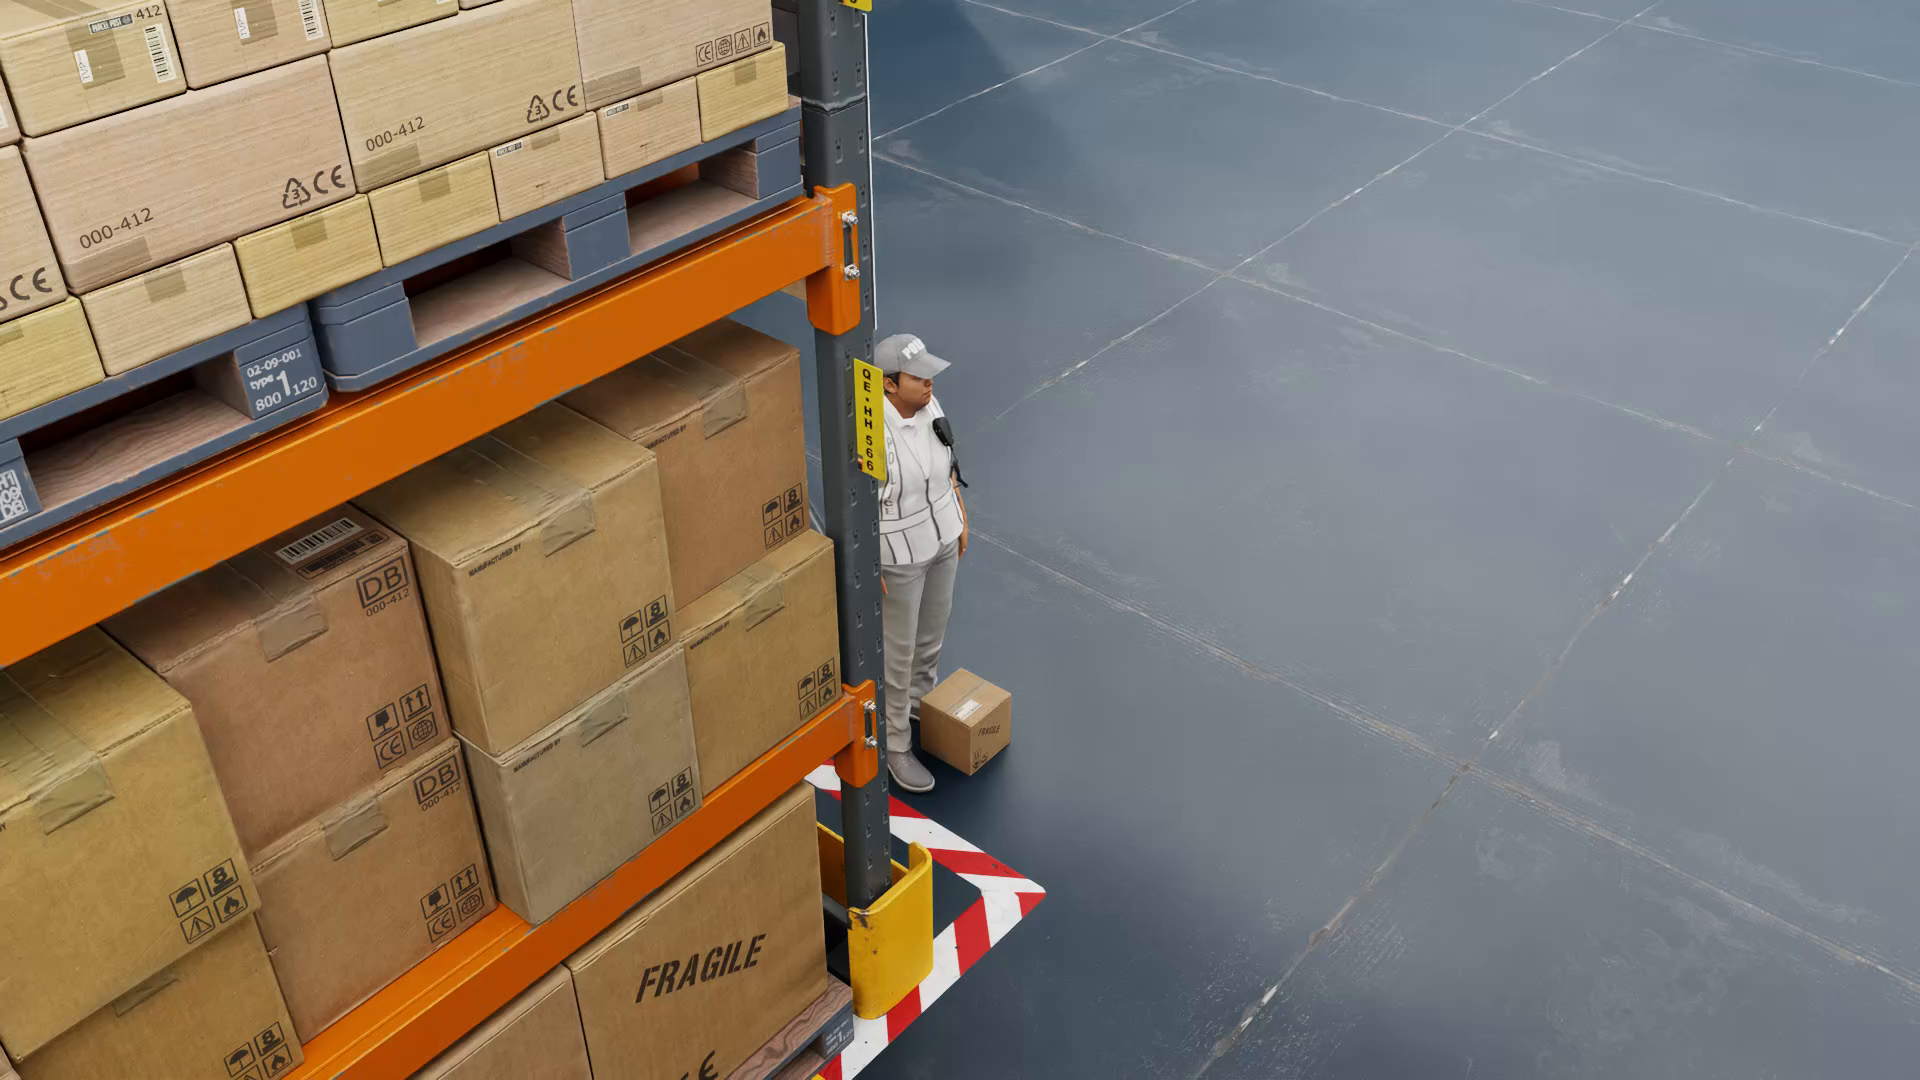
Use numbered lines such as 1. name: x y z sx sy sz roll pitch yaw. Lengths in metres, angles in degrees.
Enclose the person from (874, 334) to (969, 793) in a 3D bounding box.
1. person: -0.149 0.059 6.041 0.527 1.670 0.598 27 43 33
